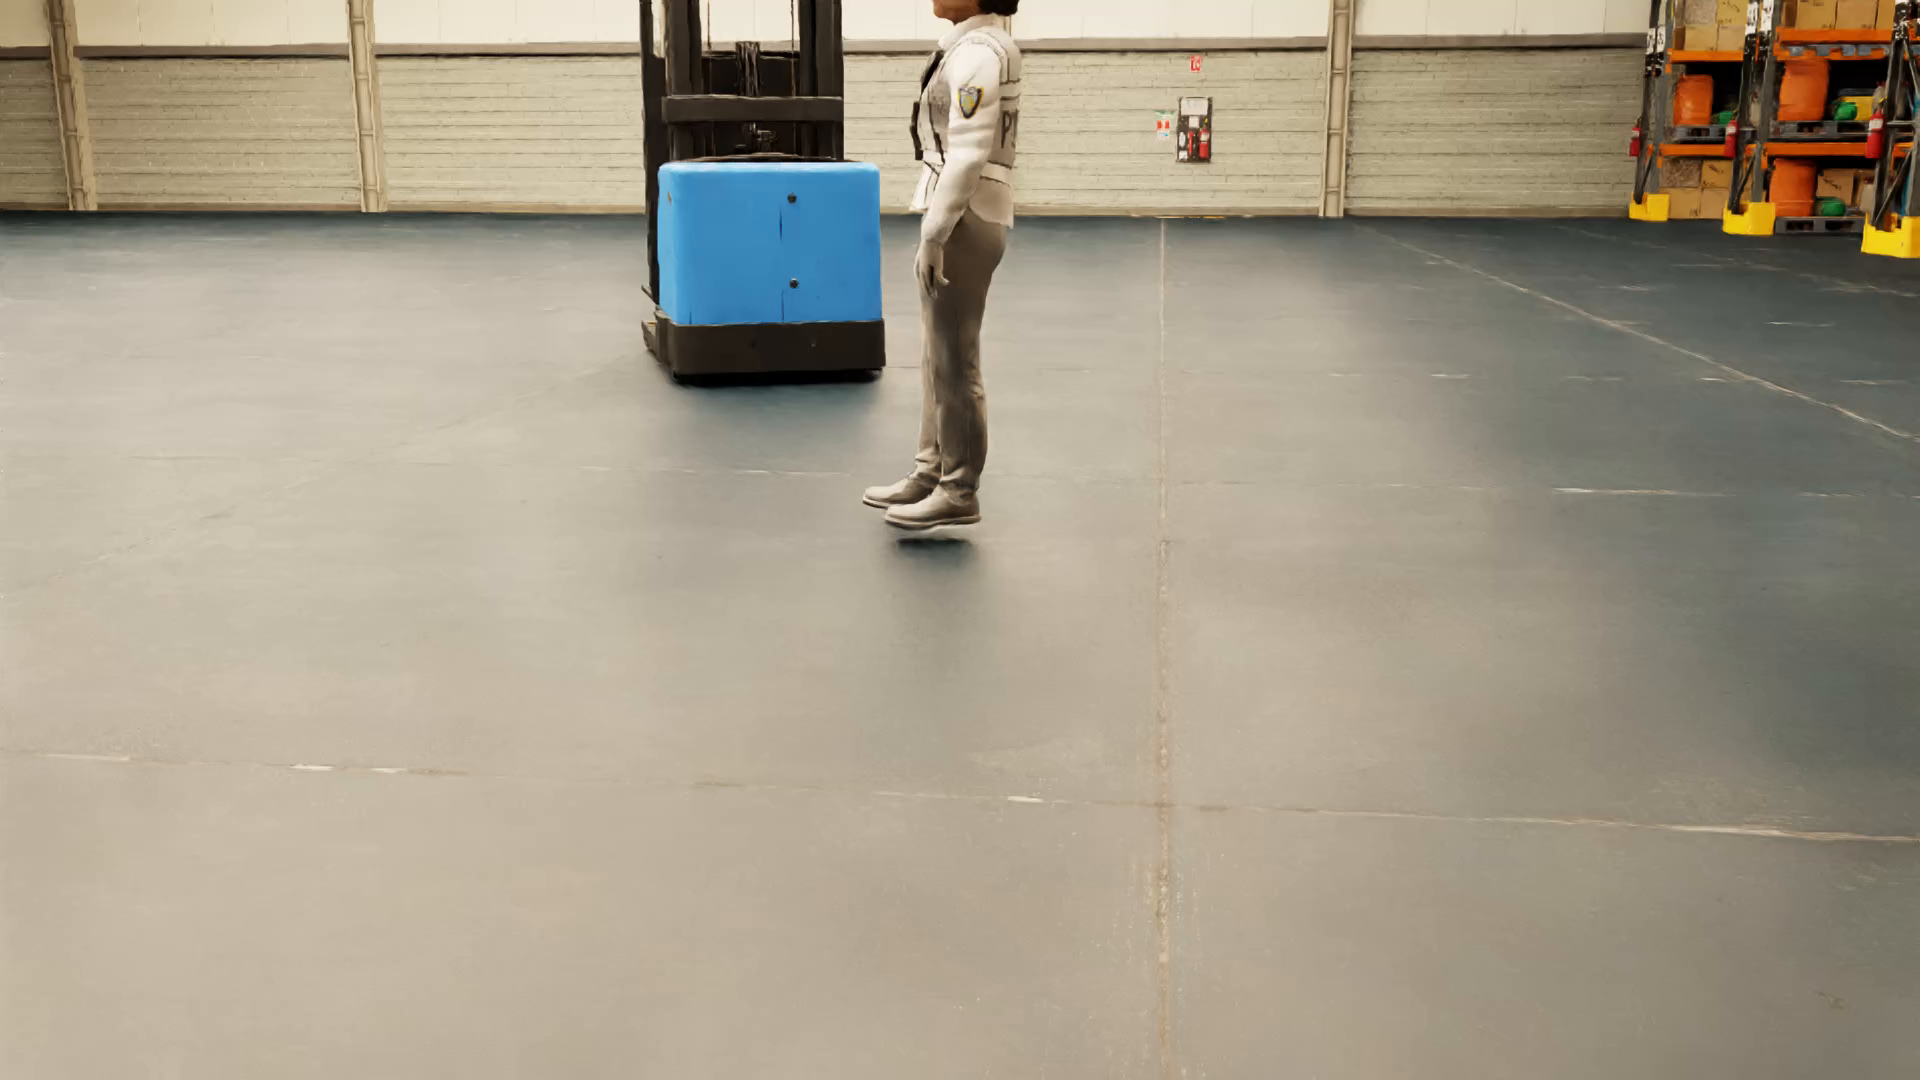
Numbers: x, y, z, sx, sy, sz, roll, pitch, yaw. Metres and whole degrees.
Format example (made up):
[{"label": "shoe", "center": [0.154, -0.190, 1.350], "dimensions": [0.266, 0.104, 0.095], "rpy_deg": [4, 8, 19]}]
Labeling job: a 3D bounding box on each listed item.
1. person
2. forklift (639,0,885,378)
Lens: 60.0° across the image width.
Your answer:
[{"label": "person", "center": [-0.066, -0.874, 4.757], "dimensions": [0.534, 1.695, 0.586], "rpy_deg": [2, 13, 7]}, {"label": "forklift", "center": [-1.242, -2.522, 9.291], "dimensions": [1.130, 2.935, 3.031], "rpy_deg": [-3, 14, -14]}]
